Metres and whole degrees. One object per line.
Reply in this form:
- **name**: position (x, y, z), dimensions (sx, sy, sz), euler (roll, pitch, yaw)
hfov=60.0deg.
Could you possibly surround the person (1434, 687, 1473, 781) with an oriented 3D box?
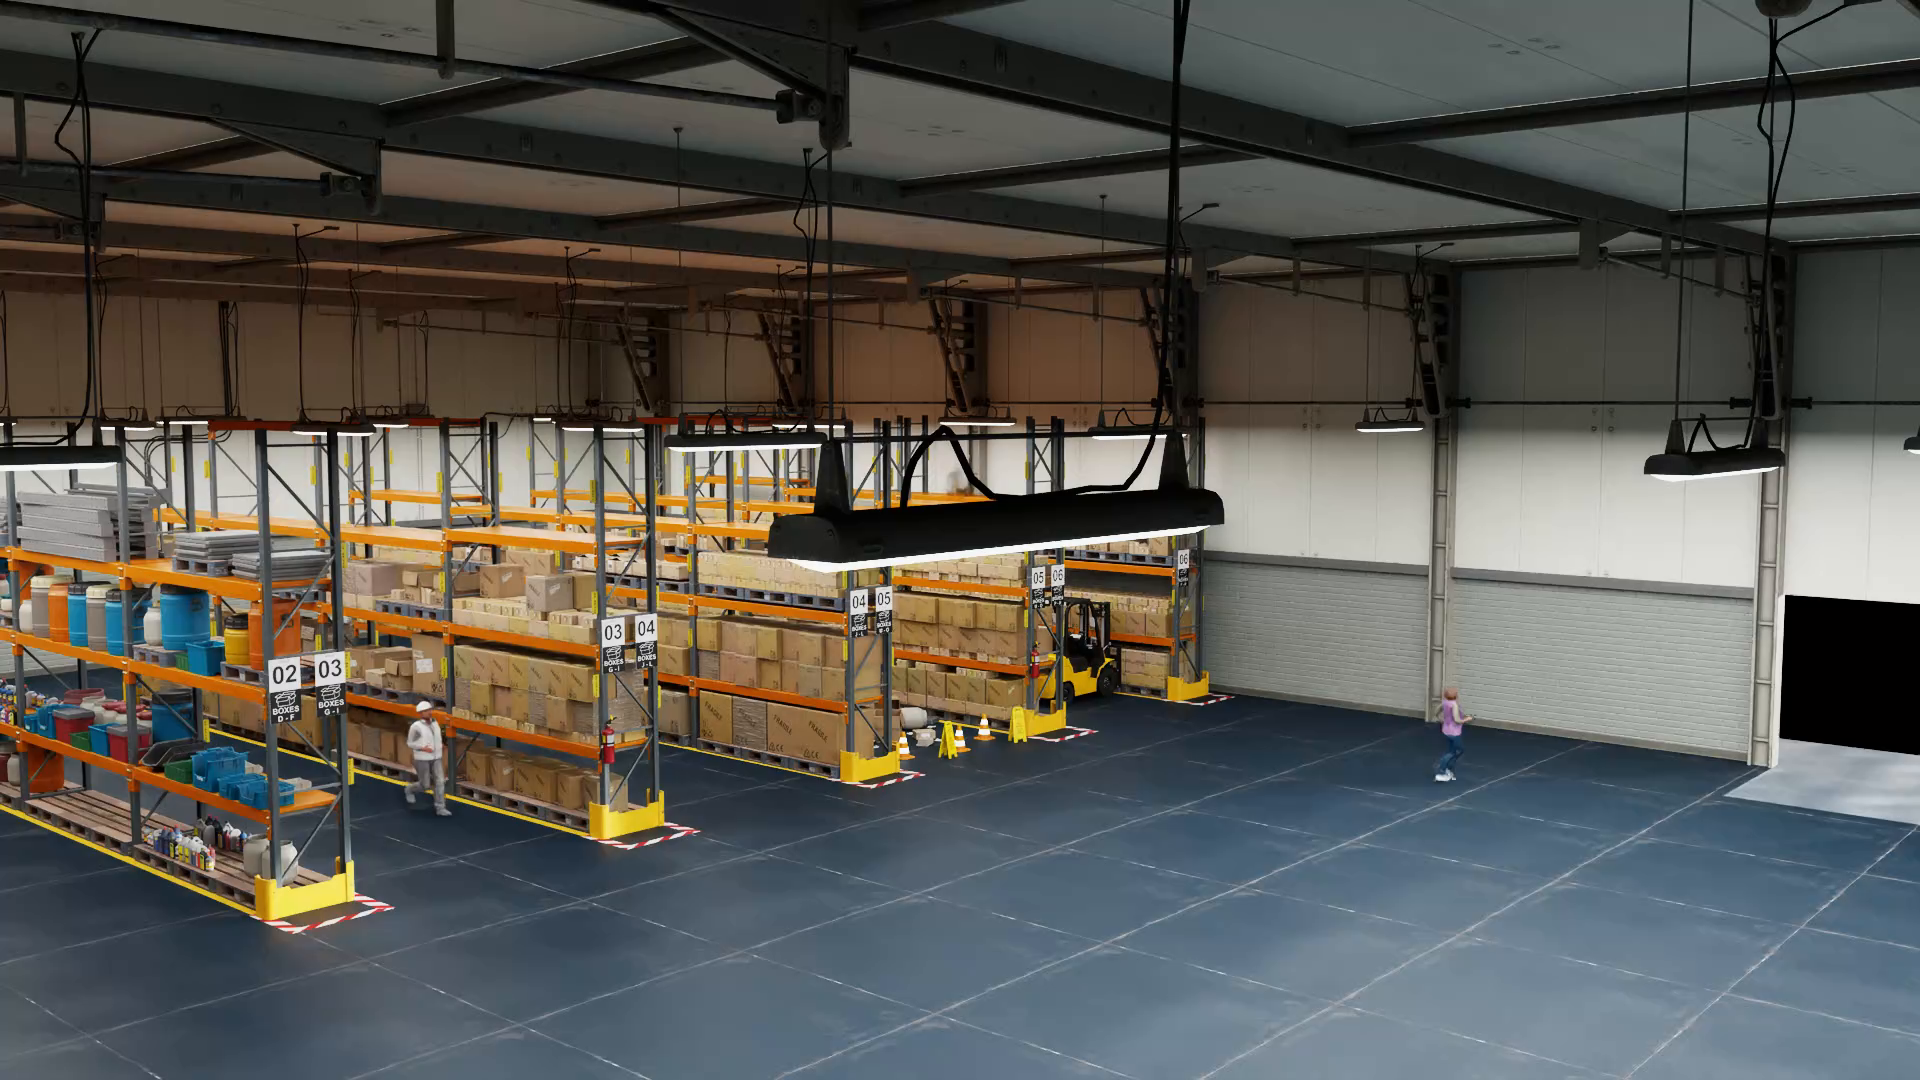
- **person**: position (8.209, 3.245, 27.675), dimensions (0.625, 1.590, 0.515), euler (0, 5, -5)

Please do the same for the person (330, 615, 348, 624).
- **person**: position (-14.802, 2.245, 39.274), dimensions (0.810, 1.626, 0.648), euler (-3, 5, -29)

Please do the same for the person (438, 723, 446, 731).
- **person**: position (-9.998, 2.781, 32.199), dimensions (0.728, 1.801, 0.670), euler (3, 5, 29)

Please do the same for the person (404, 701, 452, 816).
- **person**: position (-8.145, 3.337, 25.500), dimensions (0.971, 1.741, 0.676), euler (4, 6, 37)
